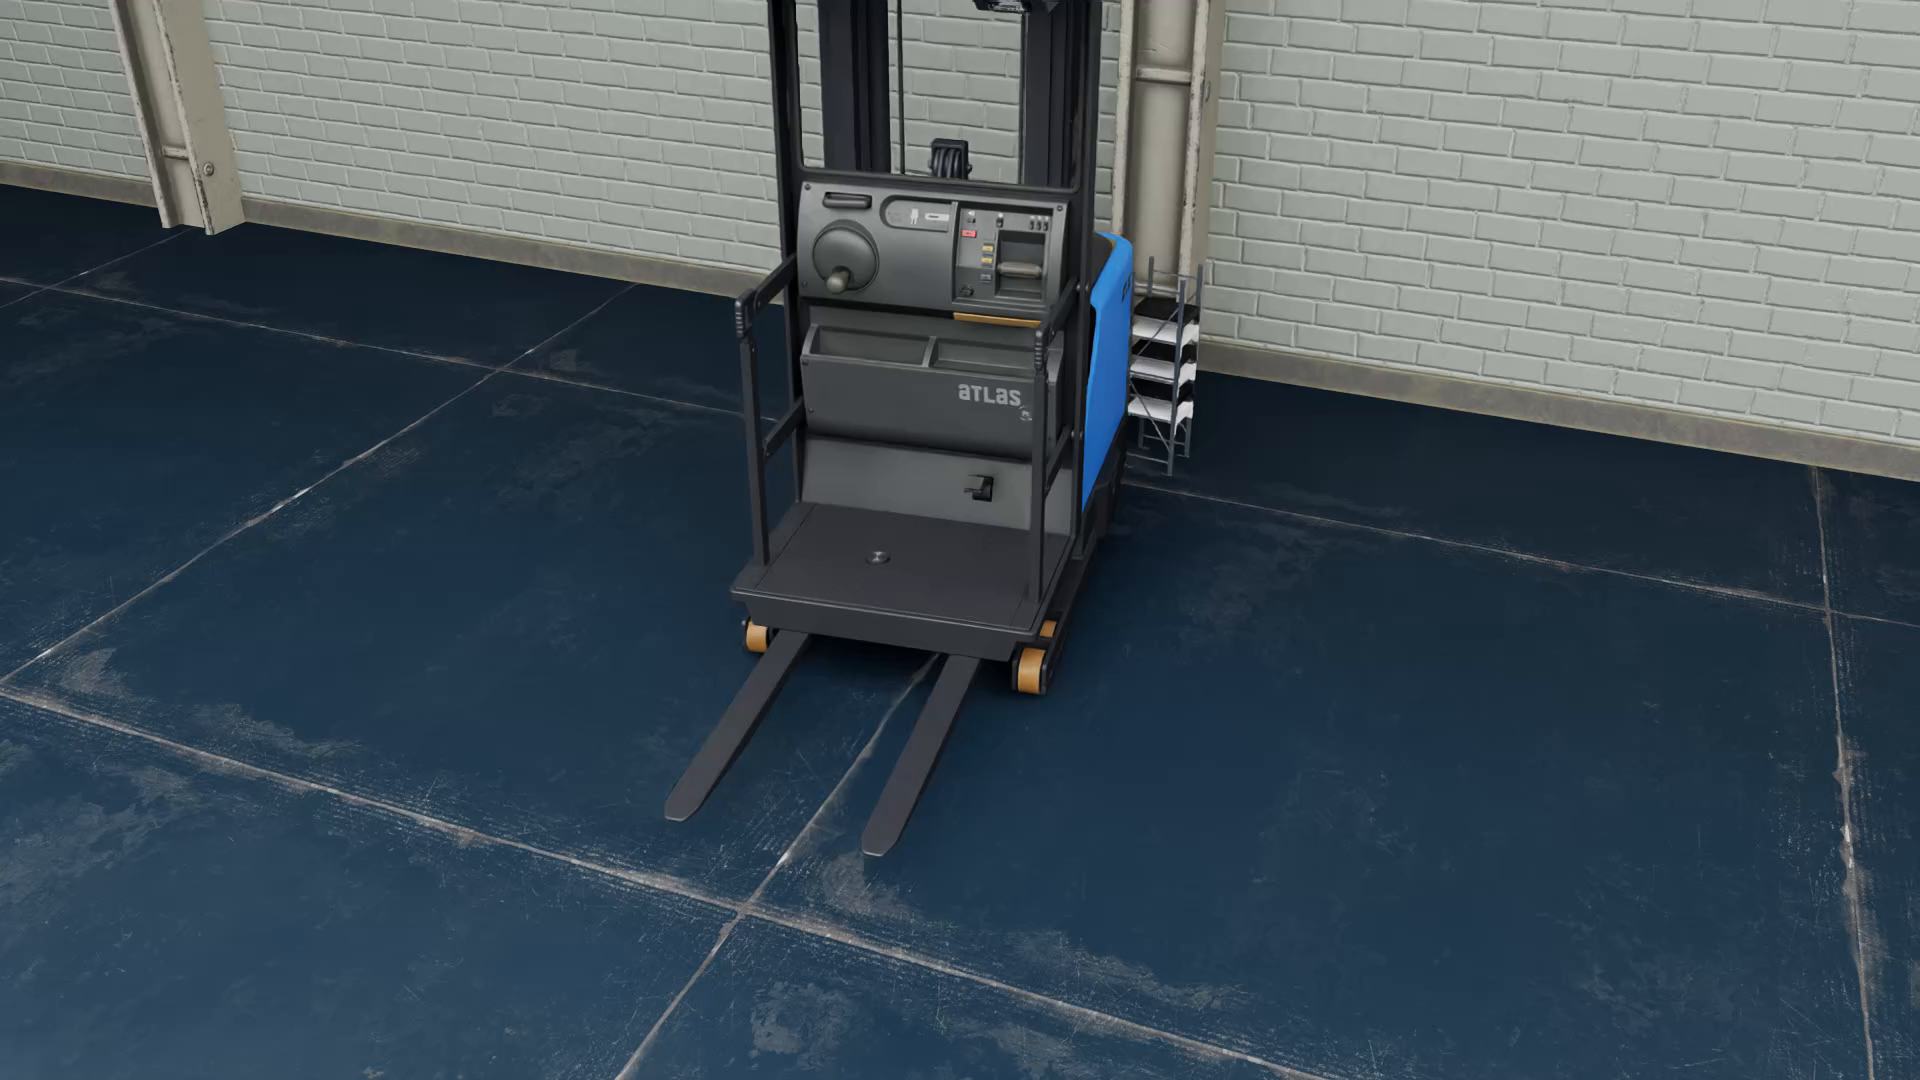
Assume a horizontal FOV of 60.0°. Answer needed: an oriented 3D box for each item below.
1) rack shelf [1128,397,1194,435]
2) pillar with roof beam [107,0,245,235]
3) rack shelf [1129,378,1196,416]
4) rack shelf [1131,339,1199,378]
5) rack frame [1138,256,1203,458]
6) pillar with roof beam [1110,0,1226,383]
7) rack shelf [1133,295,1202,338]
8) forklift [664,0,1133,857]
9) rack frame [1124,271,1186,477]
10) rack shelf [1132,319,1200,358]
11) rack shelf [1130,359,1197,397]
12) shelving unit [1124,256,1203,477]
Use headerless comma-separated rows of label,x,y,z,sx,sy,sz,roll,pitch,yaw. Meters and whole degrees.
rack shelf,0.863,-0.555,7.250,0.258,0.077,0.200,14,33,24
pillar with roof beam,-6.235,-3.893,4.492,0.400,9.000,9.100,11,31,19
rack shelf,0.863,-0.633,7.206,0.258,0.077,0.200,14,33,24
rack shelf,0.863,-0.790,7.117,0.258,0.077,0.200,14,33,24
rack frame,0.910,-0.785,7.224,0.240,0.900,0.006,14,33,24
pillar with roof beam,-0.675,-2.783,2.528,0.400,9.000,9.100,11,31,19
rack shelf,0.863,-0.947,7.029,0.258,0.077,0.200,14,33,24
forklift,-0.154,-0.948,5.448,1.130,2.935,3.031,7,30,13
rack frame,0.815,-0.696,7.067,0.240,0.900,0.006,14,33,24
rack shelf,0.863,-0.868,7.073,0.258,0.077,0.200,14,33,24
rack shelf,0.863,-0.711,7.162,0.258,0.077,0.200,14,33,24
shelving unit,0.863,-0.740,7.145,0.258,0.900,0.210,14,33,24
